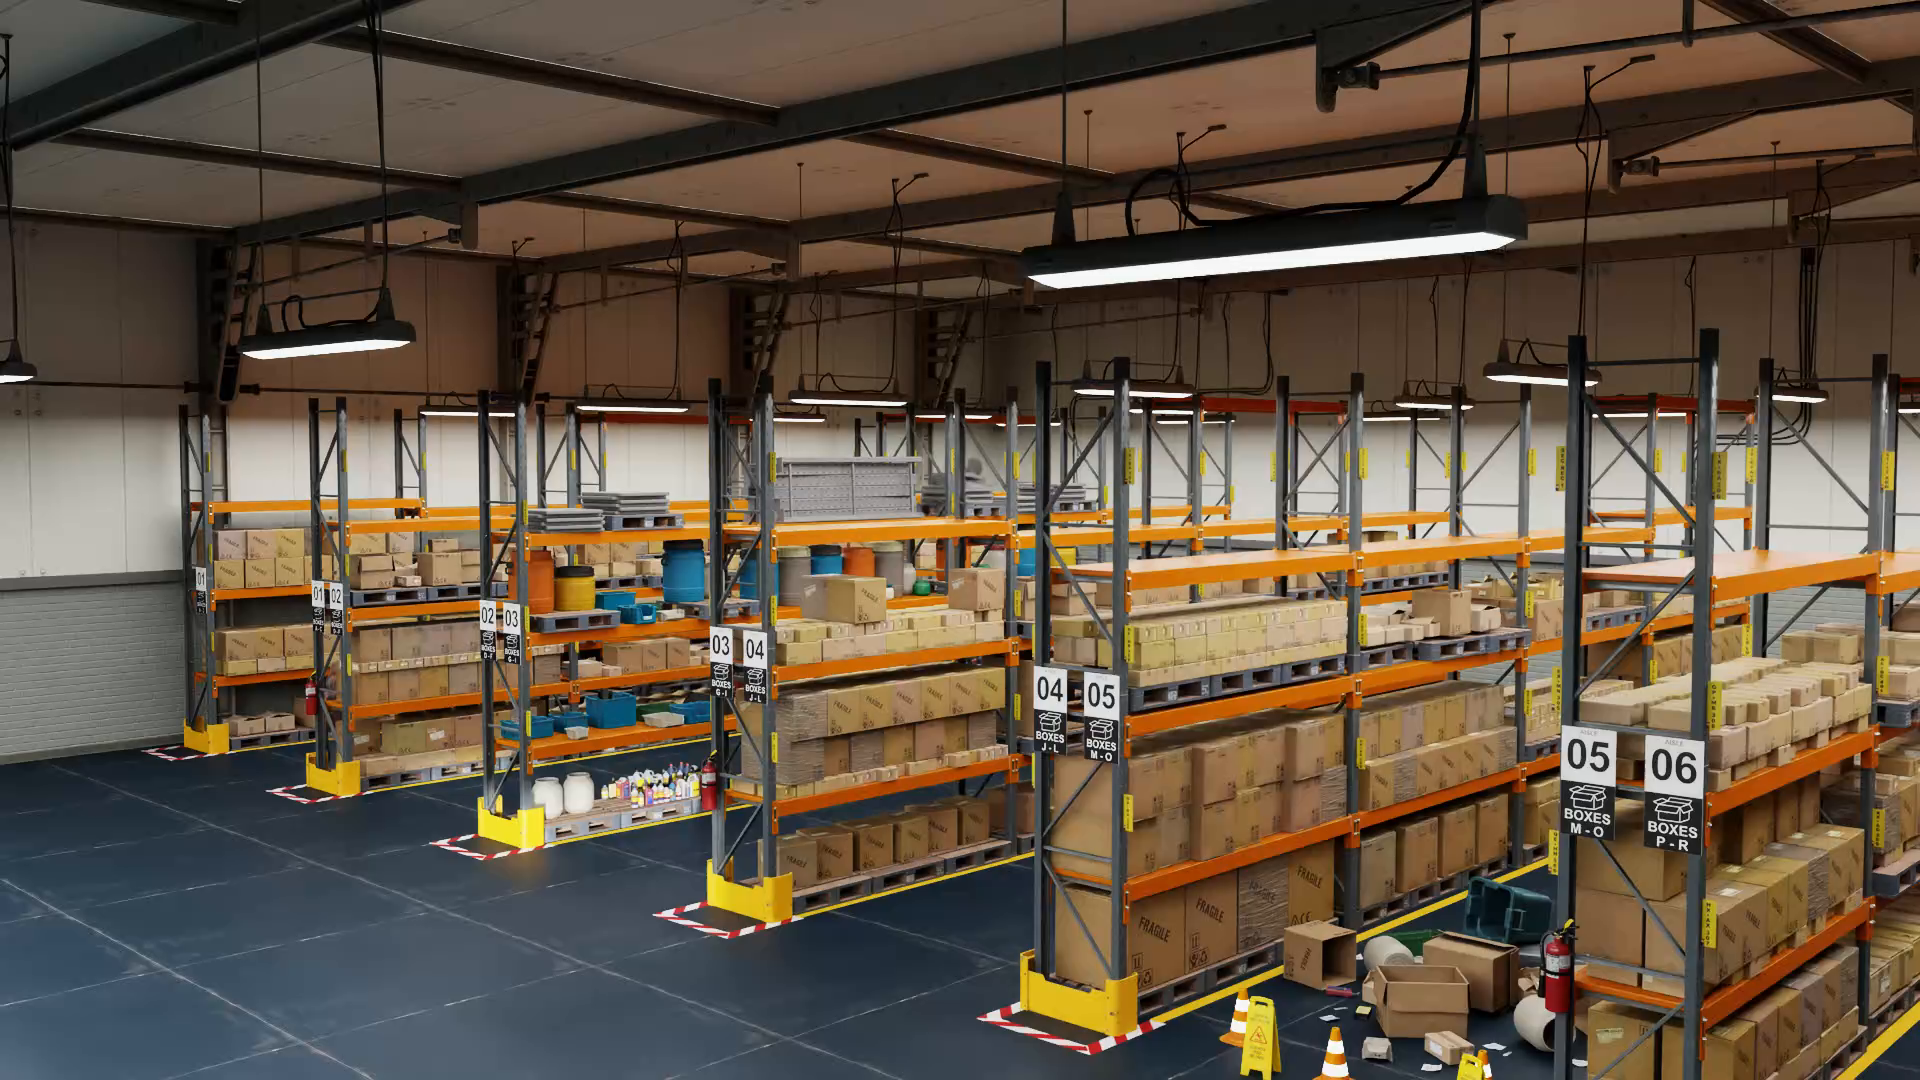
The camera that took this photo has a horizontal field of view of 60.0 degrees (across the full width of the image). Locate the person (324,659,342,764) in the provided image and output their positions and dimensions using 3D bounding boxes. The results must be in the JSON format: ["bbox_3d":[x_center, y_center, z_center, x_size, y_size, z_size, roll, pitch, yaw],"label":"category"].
[{"bbox_3d":[-10.146,2.841,27.066,0.675,1.830,0.864,1,3,26],"label":"person"}]

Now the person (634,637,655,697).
[{"bbox_3d":[-6.143,2.685,32.356,0.615,1.595,0.643,2,4,38],"label":"person"}]
